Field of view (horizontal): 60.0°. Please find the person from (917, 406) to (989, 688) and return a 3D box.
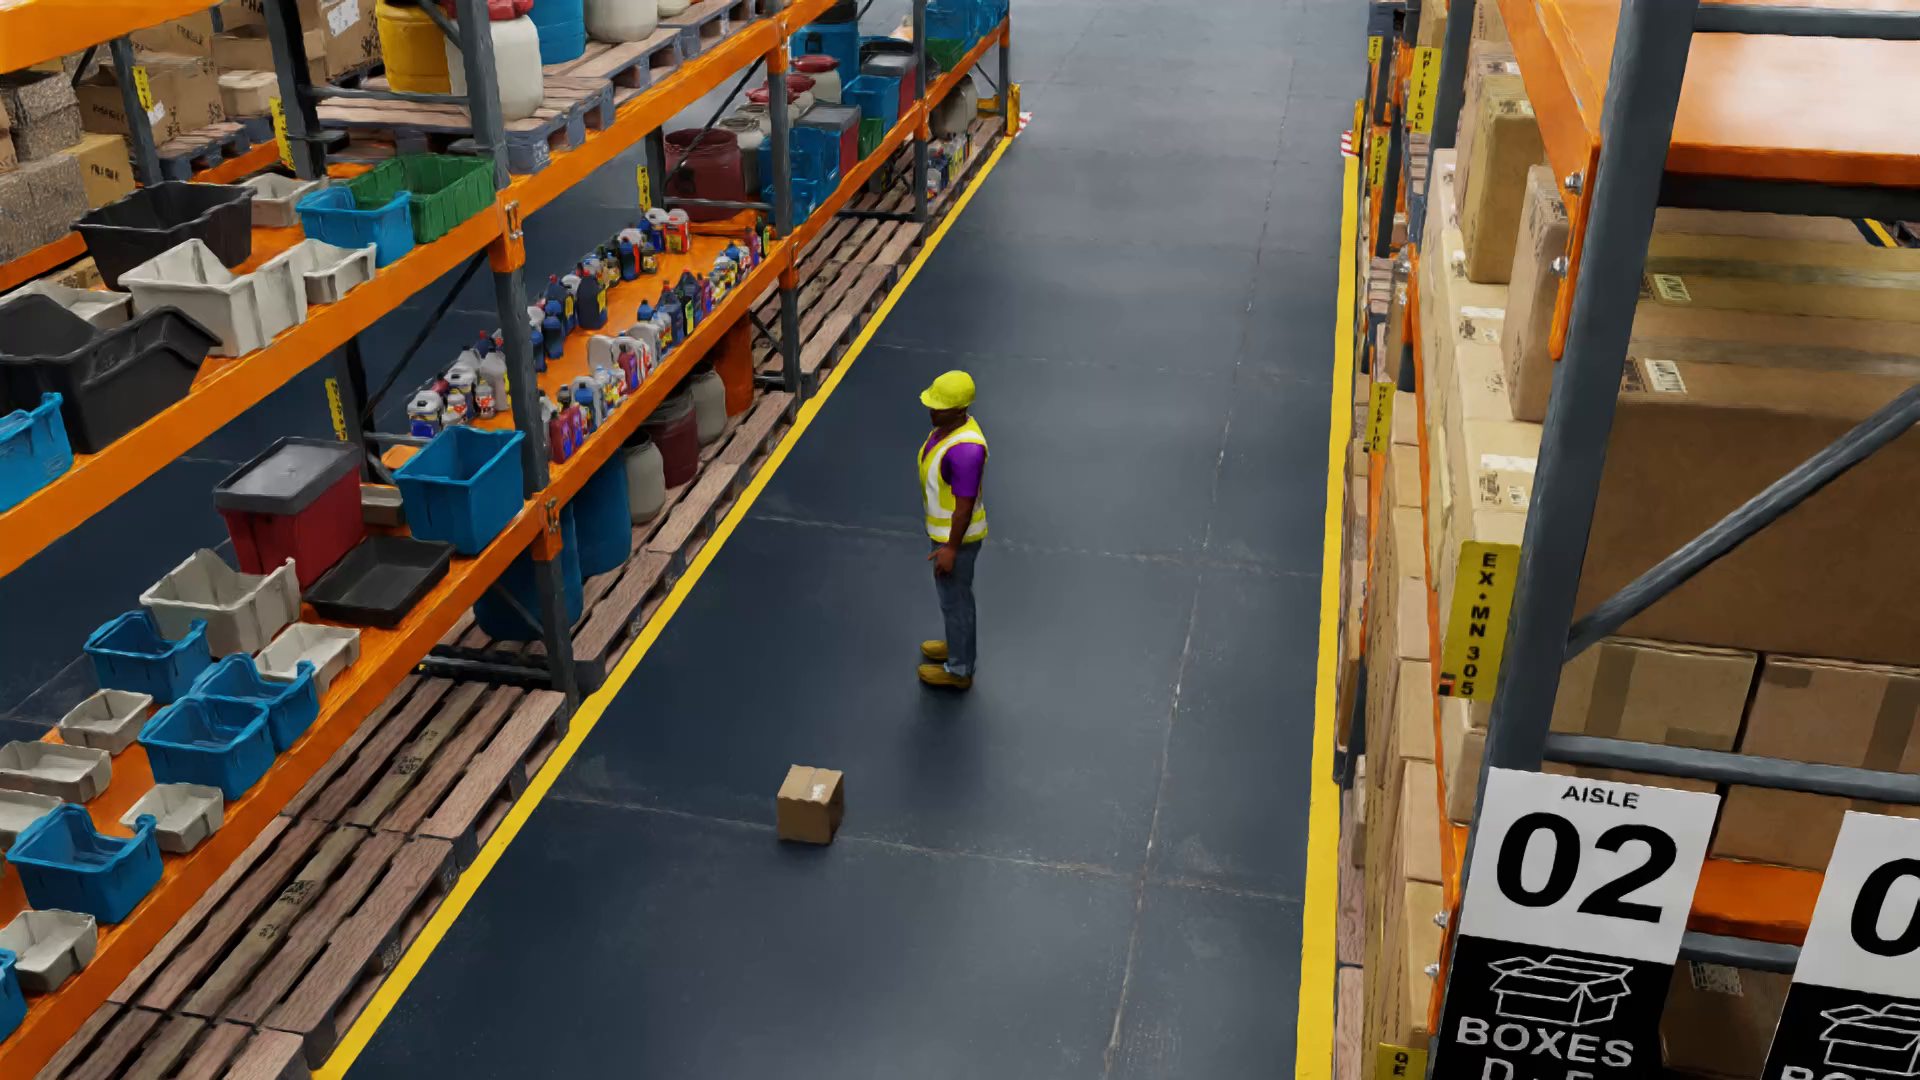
[{"bbox_3d":[-12.045,-2.063,4.822,24.741,9.000,3.290,-3,29,-6],"label":"person"}]
